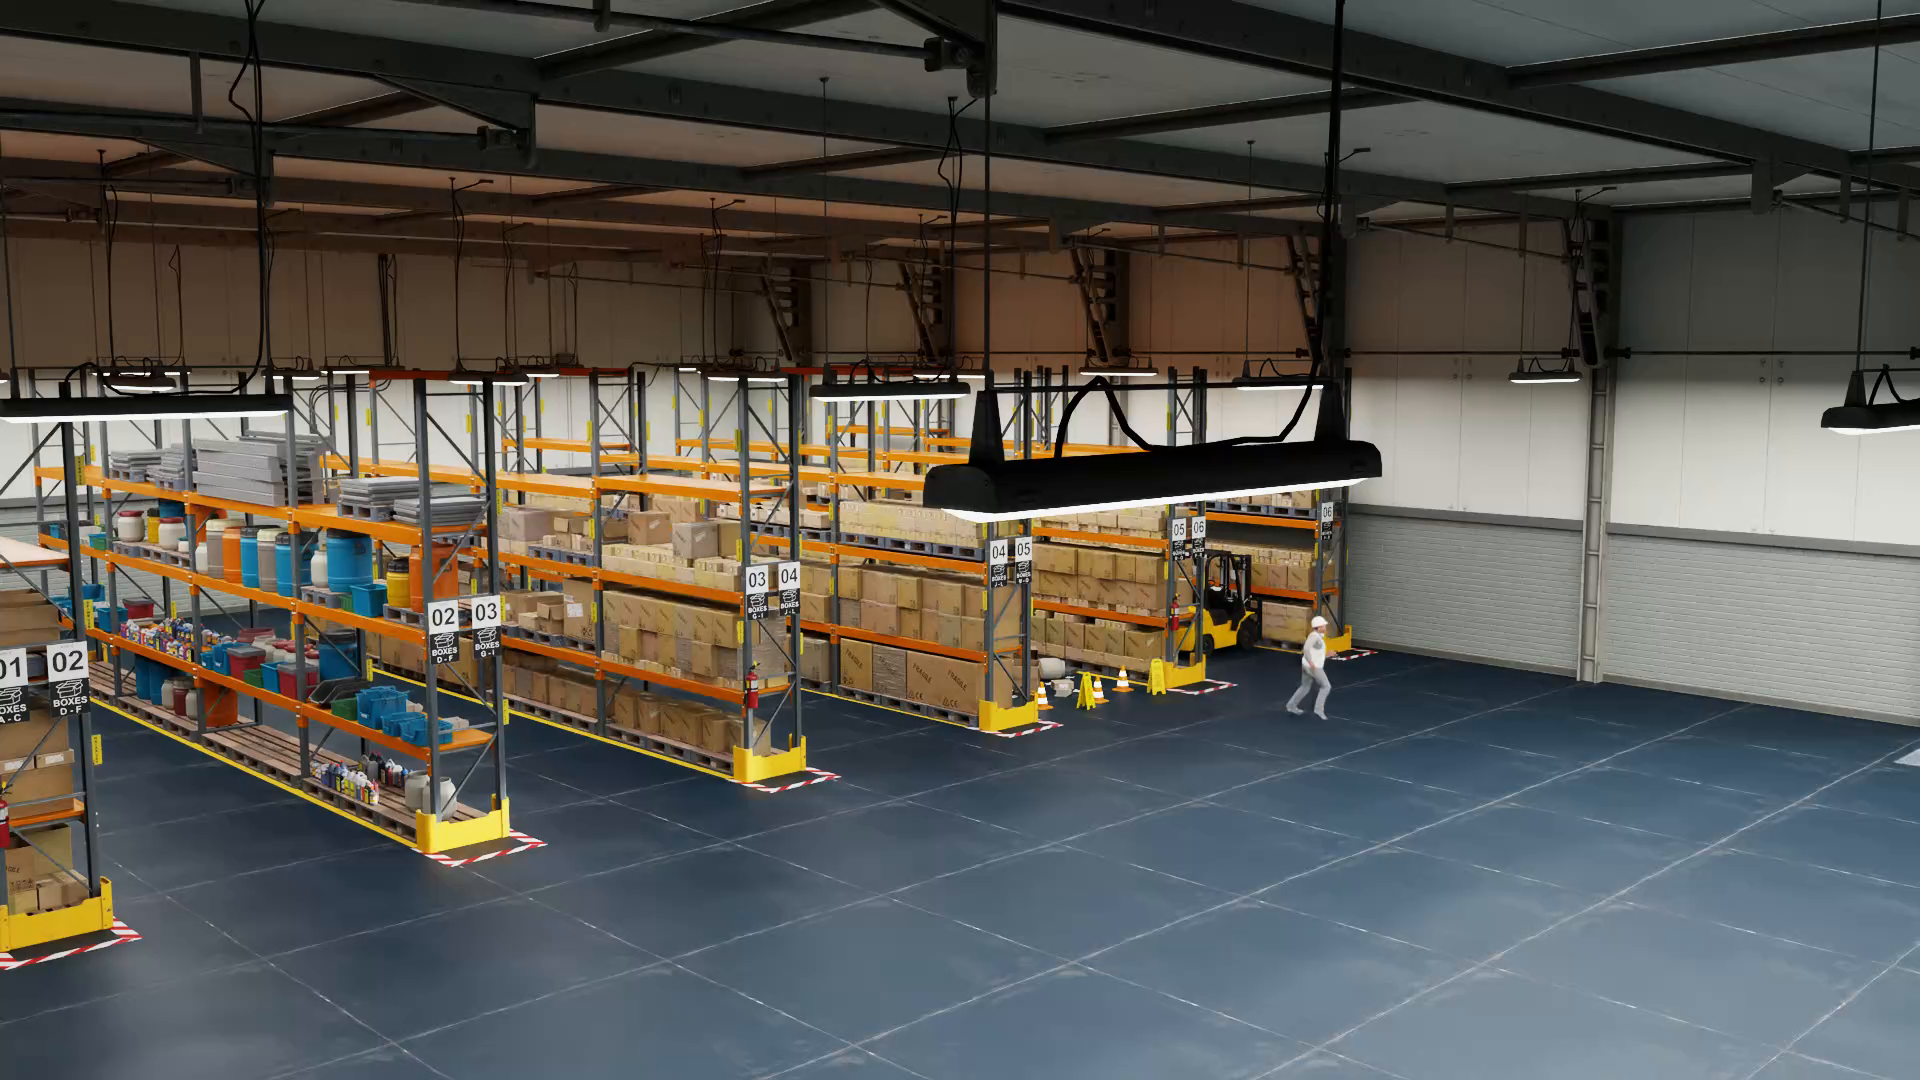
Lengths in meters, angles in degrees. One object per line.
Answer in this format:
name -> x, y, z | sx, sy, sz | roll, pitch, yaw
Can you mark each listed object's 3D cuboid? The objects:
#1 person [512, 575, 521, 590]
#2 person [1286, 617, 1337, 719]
person -> -10.611, 0.887, 40.608 | 0.927, 1.777, 0.695 | -4, 8, -33
person -> 6.118, 2.229, 28.821 | 0.874, 1.822, 0.595 | 0, 6, -1
